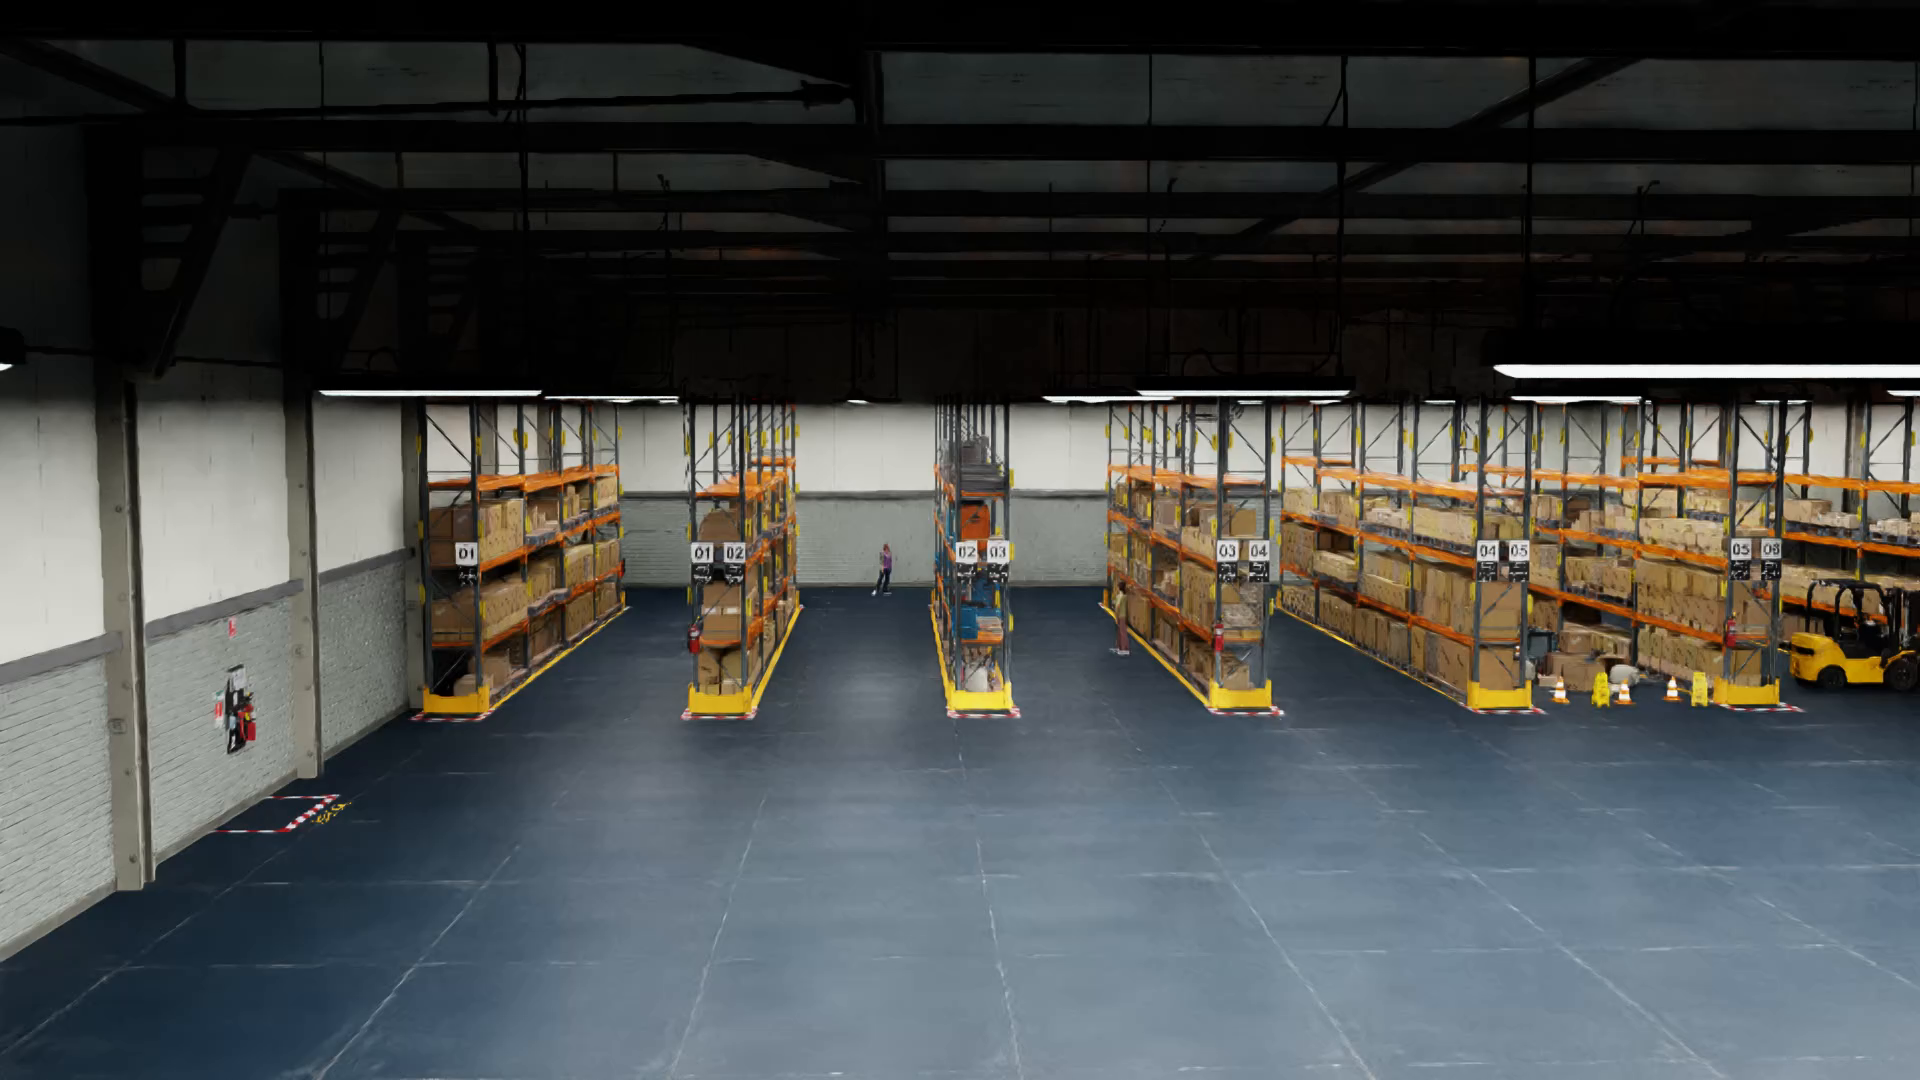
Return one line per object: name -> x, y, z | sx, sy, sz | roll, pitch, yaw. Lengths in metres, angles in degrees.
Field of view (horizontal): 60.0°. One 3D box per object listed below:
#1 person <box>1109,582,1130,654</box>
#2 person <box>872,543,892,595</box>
person -> 3.705, 1.789, 38.520 | 0.577, 1.664, 0.555 | 2, 5, 23
person -> -2.375, 0.890, 50.518 | 0.444, 1.590, 0.599 | 4, 6, 40
